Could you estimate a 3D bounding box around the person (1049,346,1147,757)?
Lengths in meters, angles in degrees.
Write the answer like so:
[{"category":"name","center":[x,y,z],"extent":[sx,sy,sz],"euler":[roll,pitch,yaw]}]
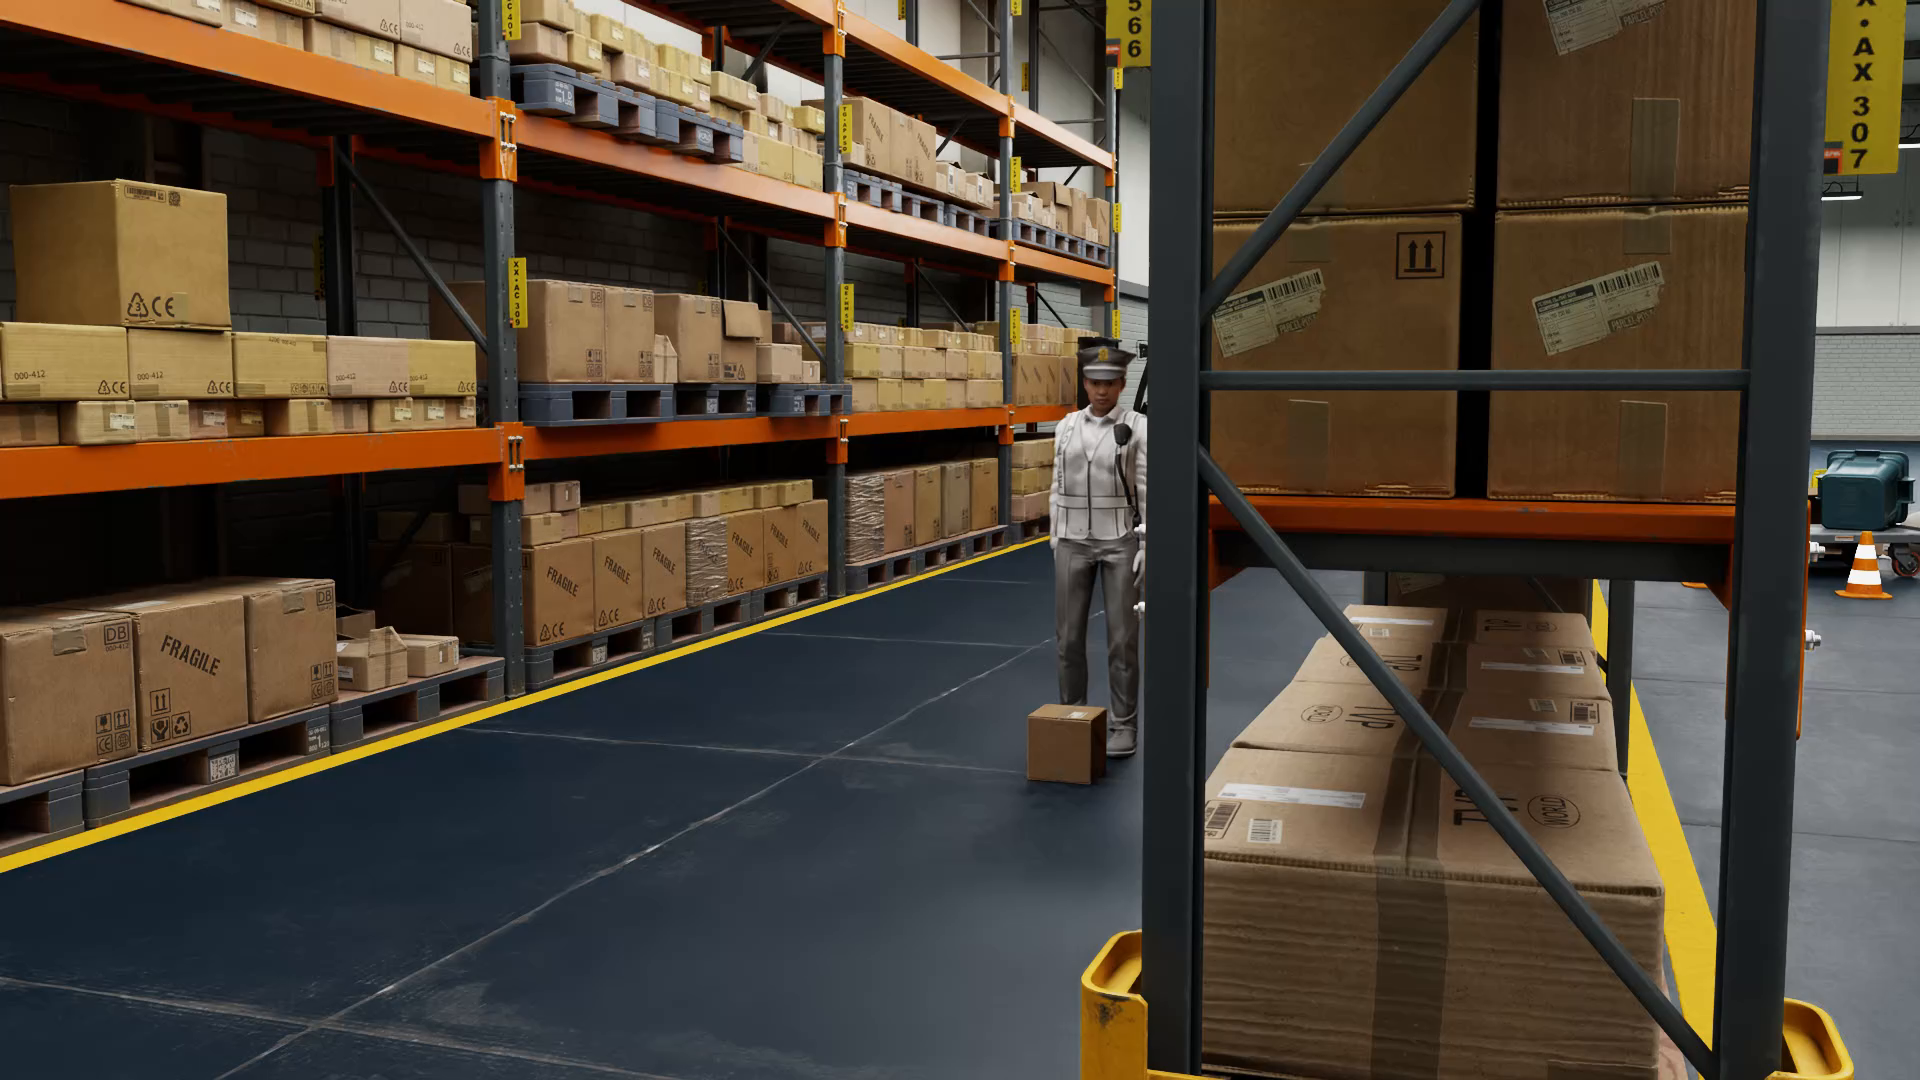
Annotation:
[{"category":"person","center":[0.580,0.052,6.787],"extent":[0.468,1.677,0.327],"euler":[2,6,19]}]
